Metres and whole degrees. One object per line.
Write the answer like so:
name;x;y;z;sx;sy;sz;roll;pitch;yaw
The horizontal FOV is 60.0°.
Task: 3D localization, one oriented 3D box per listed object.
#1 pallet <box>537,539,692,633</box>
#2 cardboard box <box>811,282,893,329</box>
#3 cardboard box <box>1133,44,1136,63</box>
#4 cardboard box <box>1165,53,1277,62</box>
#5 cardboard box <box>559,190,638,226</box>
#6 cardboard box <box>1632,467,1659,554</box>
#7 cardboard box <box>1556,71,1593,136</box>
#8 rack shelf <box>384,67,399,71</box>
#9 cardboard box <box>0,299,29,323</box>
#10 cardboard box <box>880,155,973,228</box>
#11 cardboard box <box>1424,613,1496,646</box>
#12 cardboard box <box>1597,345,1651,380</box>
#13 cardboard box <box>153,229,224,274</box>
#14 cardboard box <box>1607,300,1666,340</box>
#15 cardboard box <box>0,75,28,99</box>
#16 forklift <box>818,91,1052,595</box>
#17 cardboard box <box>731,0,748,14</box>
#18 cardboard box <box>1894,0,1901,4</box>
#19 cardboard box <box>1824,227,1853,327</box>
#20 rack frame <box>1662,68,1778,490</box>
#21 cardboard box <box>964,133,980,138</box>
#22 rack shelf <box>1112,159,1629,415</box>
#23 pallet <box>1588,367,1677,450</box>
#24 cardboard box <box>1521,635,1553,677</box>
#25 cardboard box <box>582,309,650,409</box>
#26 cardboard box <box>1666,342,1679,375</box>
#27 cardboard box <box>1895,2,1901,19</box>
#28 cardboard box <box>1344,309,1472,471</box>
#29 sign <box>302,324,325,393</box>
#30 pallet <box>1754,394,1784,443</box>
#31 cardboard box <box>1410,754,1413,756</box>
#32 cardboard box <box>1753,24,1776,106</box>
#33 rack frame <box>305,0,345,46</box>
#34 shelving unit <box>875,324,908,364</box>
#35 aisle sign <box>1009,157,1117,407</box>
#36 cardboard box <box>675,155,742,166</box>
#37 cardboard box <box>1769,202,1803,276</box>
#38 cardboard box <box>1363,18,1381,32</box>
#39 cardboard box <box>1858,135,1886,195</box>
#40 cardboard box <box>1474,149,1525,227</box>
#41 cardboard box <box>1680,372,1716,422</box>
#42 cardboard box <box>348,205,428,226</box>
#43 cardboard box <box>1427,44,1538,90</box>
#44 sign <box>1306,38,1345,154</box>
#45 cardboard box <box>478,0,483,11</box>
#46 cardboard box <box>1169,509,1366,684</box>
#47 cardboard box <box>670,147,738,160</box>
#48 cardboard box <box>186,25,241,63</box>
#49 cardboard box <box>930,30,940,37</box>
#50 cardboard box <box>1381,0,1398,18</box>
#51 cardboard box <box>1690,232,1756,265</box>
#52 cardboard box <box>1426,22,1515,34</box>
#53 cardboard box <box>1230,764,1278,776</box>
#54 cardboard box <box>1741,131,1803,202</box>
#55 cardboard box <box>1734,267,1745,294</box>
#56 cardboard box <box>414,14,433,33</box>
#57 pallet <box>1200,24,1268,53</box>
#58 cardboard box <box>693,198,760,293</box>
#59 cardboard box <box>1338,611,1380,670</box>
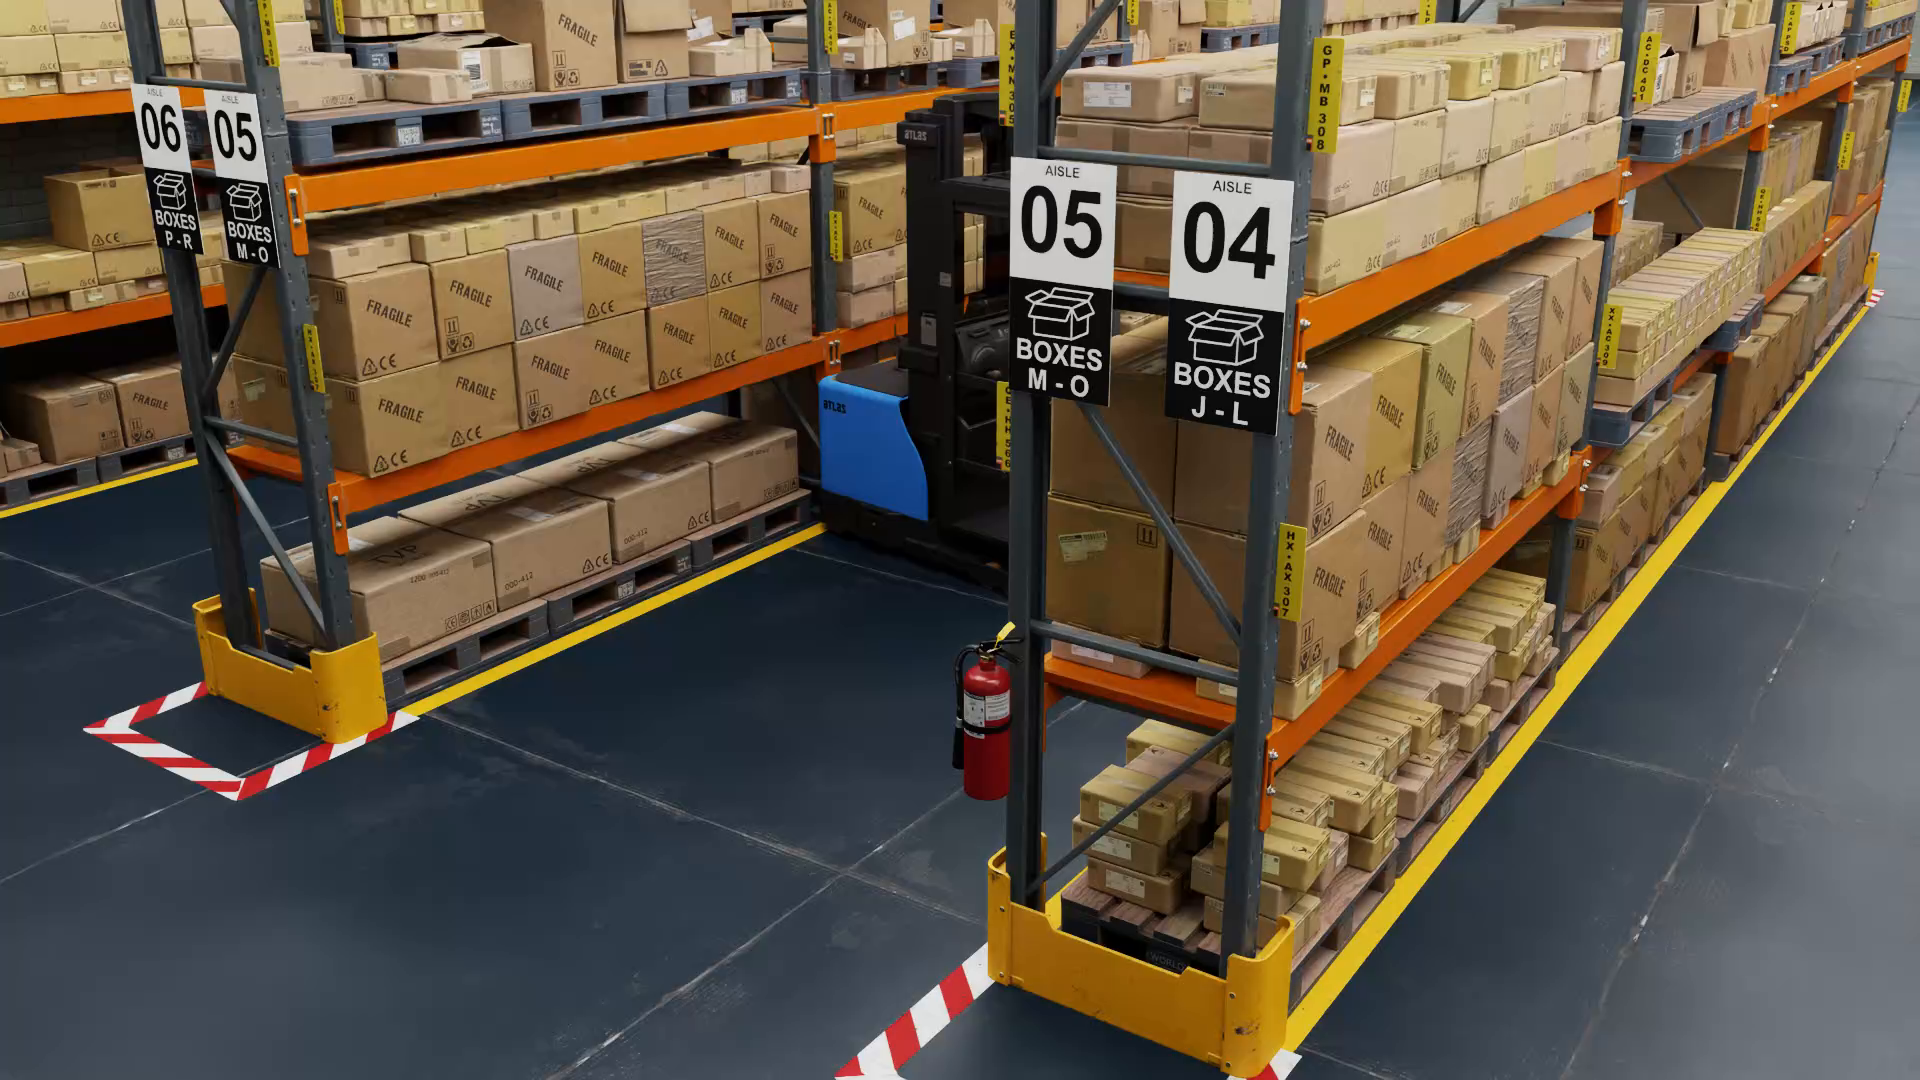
pallet;-2.459;0.185;10.461;1.003;0.211;1.213;13;24;32
cardboard box;-0.816;-1.682;11.704;0.500;0.250;0.500;13;24;31
cardboard box;1.285;-4.171;14.257;0.380;0.149;0.250;13;24;32
cardboard box;0.987;-1.726;6.206;0.380;0.149;0.250;14;24;33
cardboard box;-2.088;-1.919;9.609;0.380;0.149;0.250;13;24;32
cardboard box;4.083;-0.231;10.564;0.500;0.500;0.500;14;24;33
cardboard box;2.518;-1.983;7.474;0.500;0.250;0.500;12;24;30
rack shelf;-4.264;-4.288;15.246;1.077;0.370;4.000;13;24;32
cardboard box;-6.809;-1.644;11.749;0.380;0.149;0.250;14;25;33
cardboard box;-0.249;-2.558;12.272;0.500;0.500;0.500;13;24;31
cardboard box;2.429;0.486;8.274;0.380;0.149;0.250;14;25;34
cardboard box;3.471;-0.983;8.927;0.380;0.149;0.250;14;24;33
cardboard box;-6.034;-2.233;12.765;0.500;0.250;0.500;13;24;31
cardboard box;3.623;-1.204;9.095;0.380;0.149;0.250;14;25;33
cardboard box;-6.615;-3.110;11.389;0.380;0.149;0.250;13;24;32
forklift;0.466;-1.228;10.361;3.031;2.935;1.130;17;27;39
cardboard box;-2.531;-5.650;16.998;0.500;0.500;0.500;14;24;32
cardboard box;8.722;-5.277;15.922;0.500;0.250;0.500;14;24;32
cardboard box;8.281;-2.663;16.598;0.875;0.875;0.875;13;24;32
rack frame;5.118;-1.889;12.047;1.000;3.000;0.127;13;24;32
cardboard box;0.217;-3.103;13.744;0.500;0.500;0.500;13;24;32
rack shelf;1.745;-1.237;6.998;1.077;0.370;4.000;13;24;32
pallet;3.419;-0.842;9.494;1.003;0.211;1.213;13;24;32
cardboard box;2.931;0.578;8.883;0.380;0.149;0.250;14;24;32
cardboard box;-2.193;-1.098;9.766;0.500;0.500;0.500;14;25;34
cardboard box;3.908;-1.067;9.583;0.380;0.149;0.250;14;24;32
cardboard box;8.851;-5.118;16.066;0.380;0.149;0.250;14;24;32
cardboard box;1.682;-0.617;6.594;0.500;0.500;0.500;13;24;31
sign;-3.074;-0.863;7.912;0.100;0.325;0.005;13;24;32
pallet;6.310;-1.141;14.045;1.003;0.211;1.213;13;24;32
cardboard box;1.975;0.843;7.737;0.380;0.149;0.250;15;25;34
cardboard box;5.007;-3.129;10.933;0.500;0.500;0.500;13;24;32
rack frame;-5.389;-5.458;13.049;1.000;3.000;0.127;13;24;32
shelving unit;-0.454;-0.930;11.954;0.258;1.200;0.189;20;29;38
aisle sign;0.332;-0.850;5.493;0.394;0.787;0.004;13;24;32
cardboard box;-1.674;-2.458;11.065;0.380;0.149;0.250;13;24;31
cardboard box;6.443;-2.445;13.408;0.500;0.500;0.500;13;24;31
cardboard box;4.391;-5.656;18.271;0.380;0.149;0.250;13;24;31
cardboard box;9.153;-3.977;17.477;0.875;0.550;0.550;13;24;32
cardboard box;1.962;-1.455;6.768;0.500;0.250;0.500;13;24;32
cardboard box;4.950;-1.018;11.609;0.500;0.250;0.500;13;24;31
cardboard box;-3.120;-1.724;9.082;0.380;0.149;0.250;14;24;33
cardboard box;2.088;-1.903;6.683;0.380;0.149;0.250;13;24;31
sign;1.070;-1.304;4.884;0.100;0.325;0.005;13;24;32
cardboard box;-4.190;-4.700;14.508;0.380;0.149;0.250;13;24;32
cardboard box;1.102;0.145;5.976;0.500;0.500;0.500;15;25;34
cardboard box;-2.668;-4.031;17.334;0.500;0.250;0.500;13;24;32
cardboard box;-5.736;-3.782;12.629;0.500;0.250;0.500;12;24;30
cardboard box;-0.343;-3.743;12.469;0.380;0.166;0.250;16;25;36
cardboard box;4.546;-5.958;18.512;0.500;0.250;0.500;14;24;32
cardboard box;5.078;-1.945;11.099;0.380;0.149;0.250;13;24;31
cardboard box;2.505;-2.463;8.196;0.380;0.149;0.250;13;24;31
cardboard box;1.208;0.994;7.330;0.380;0.149;0.250;13;24;31
cardboard box;6.520;-3.116;13.779;0.700;0.500;0.500;14;24;32
cardboard box;4.922;-1.724;10.930;0.380;0.149;0.250;14;24;33
cardboard box;-4.656;-4.345;13.976;0.380;0.149;0.250;14;24;32
pallet;2.200;-4.837;15.965;1.213;0.211;1.003;13;24;32
cardboard box;-1.610;-1.860;10.384;0.500;0.500;0.500;13;24;31
cardboard box;1.378;0.348;6.364;0.380;0.149;0.250;12;24;30
